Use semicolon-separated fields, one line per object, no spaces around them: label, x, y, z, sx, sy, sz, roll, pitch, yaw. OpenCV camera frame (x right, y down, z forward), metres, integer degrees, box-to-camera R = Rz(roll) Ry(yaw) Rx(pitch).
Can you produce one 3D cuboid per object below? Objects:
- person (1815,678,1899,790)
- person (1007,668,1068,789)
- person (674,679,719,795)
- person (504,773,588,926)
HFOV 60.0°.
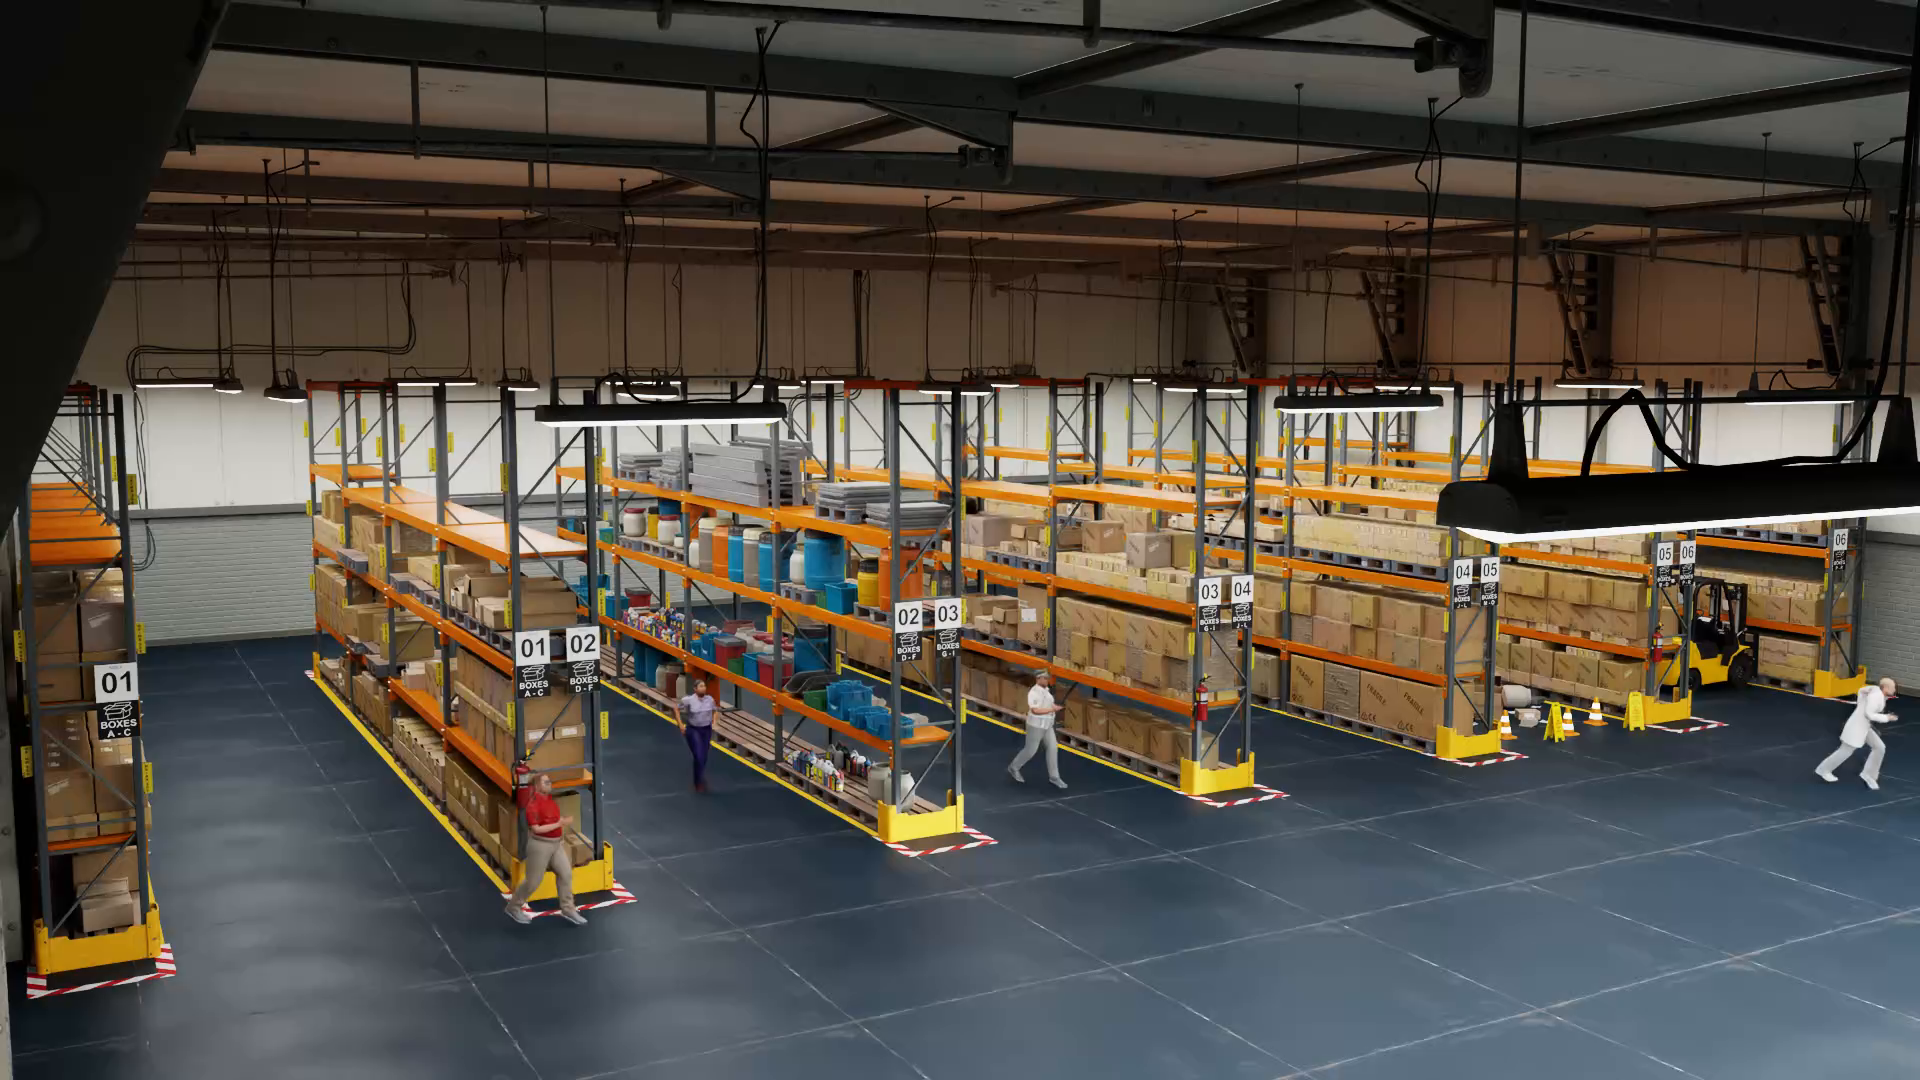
person;13.422;2.886;24.883;1.072;1.734;0.753;4;7;34
person;1.166;2.788;24.860;0.959;1.790;0.650;4;7;31
person;-3.871;2.910;24.699;0.614;1.715;0.705;-5;8;-37
person;-4.670;3.480;18.663;0.891;1.766;0.659;1;6;12
